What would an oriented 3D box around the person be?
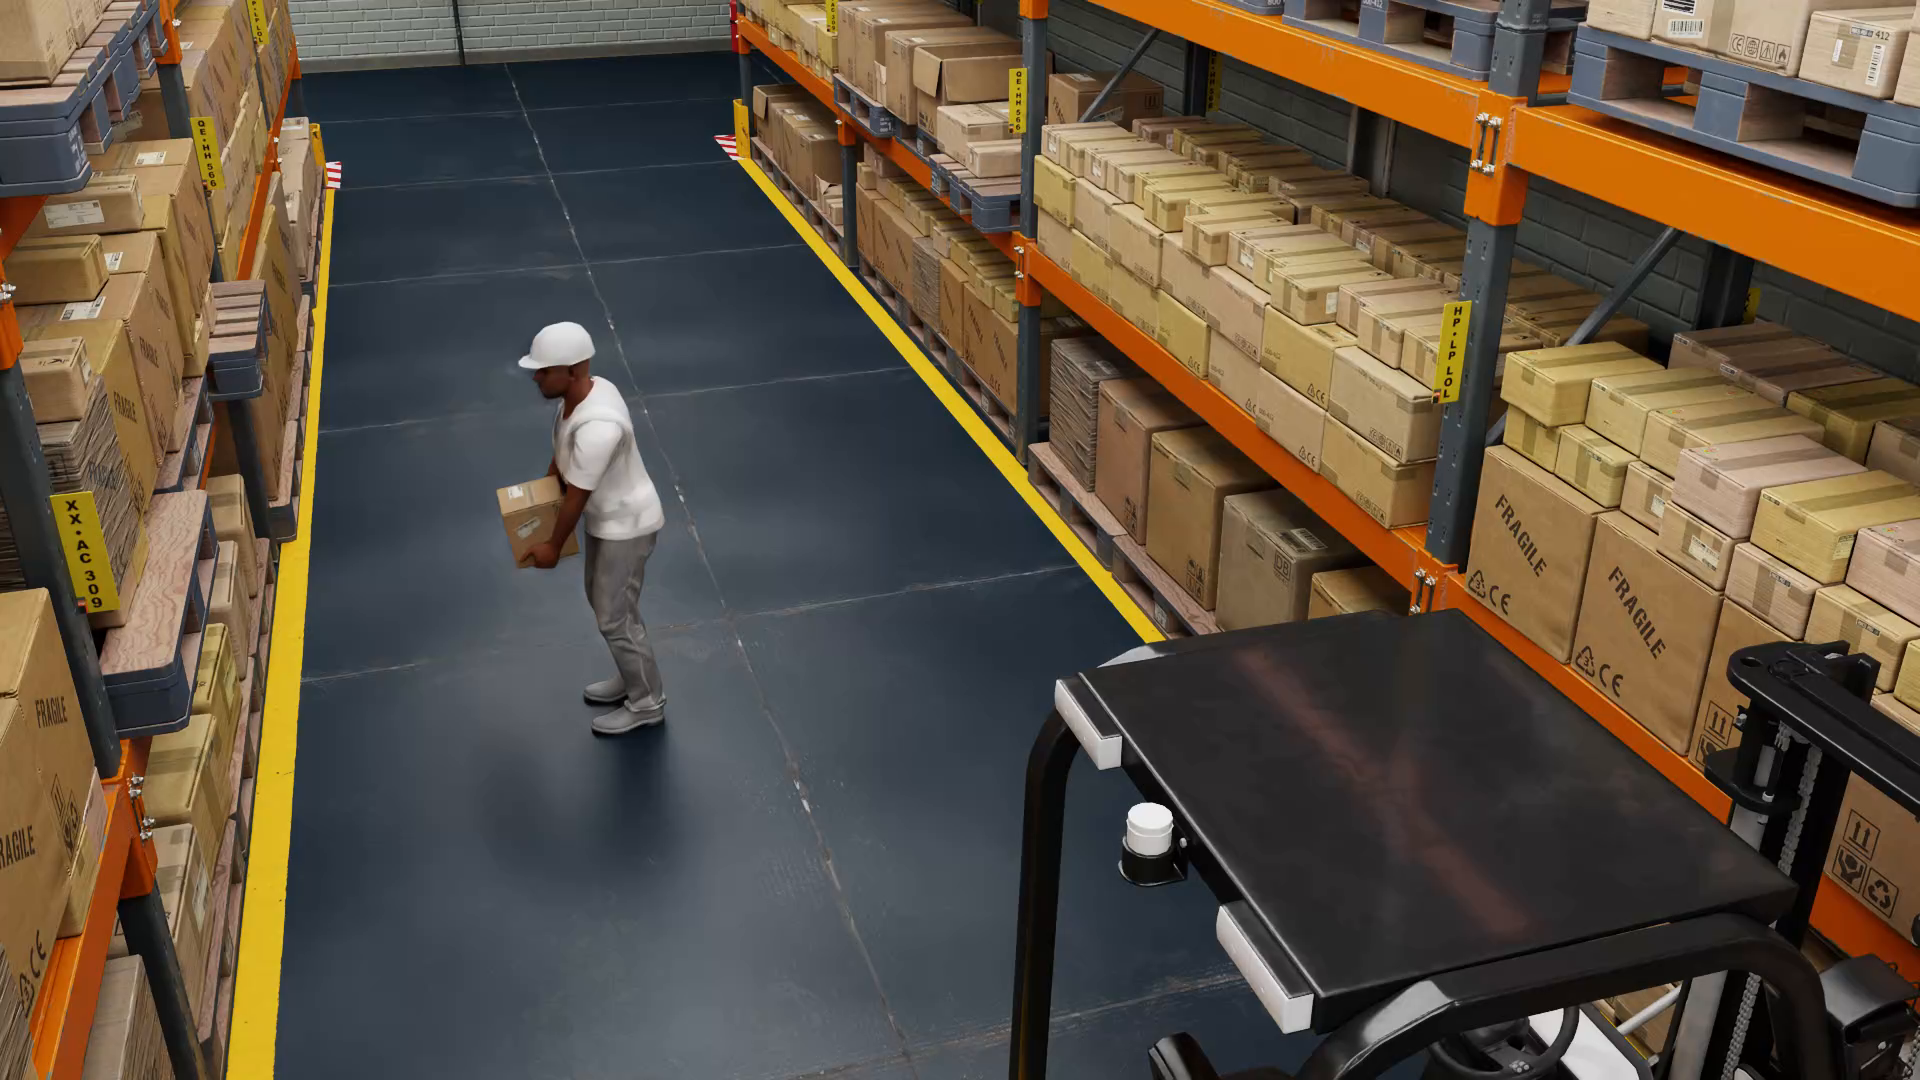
[{"bbox_3d":[-1.491,-0.042,6.695,0.590,1.744,0.503,-9,27,-17],"label":"person"}]
